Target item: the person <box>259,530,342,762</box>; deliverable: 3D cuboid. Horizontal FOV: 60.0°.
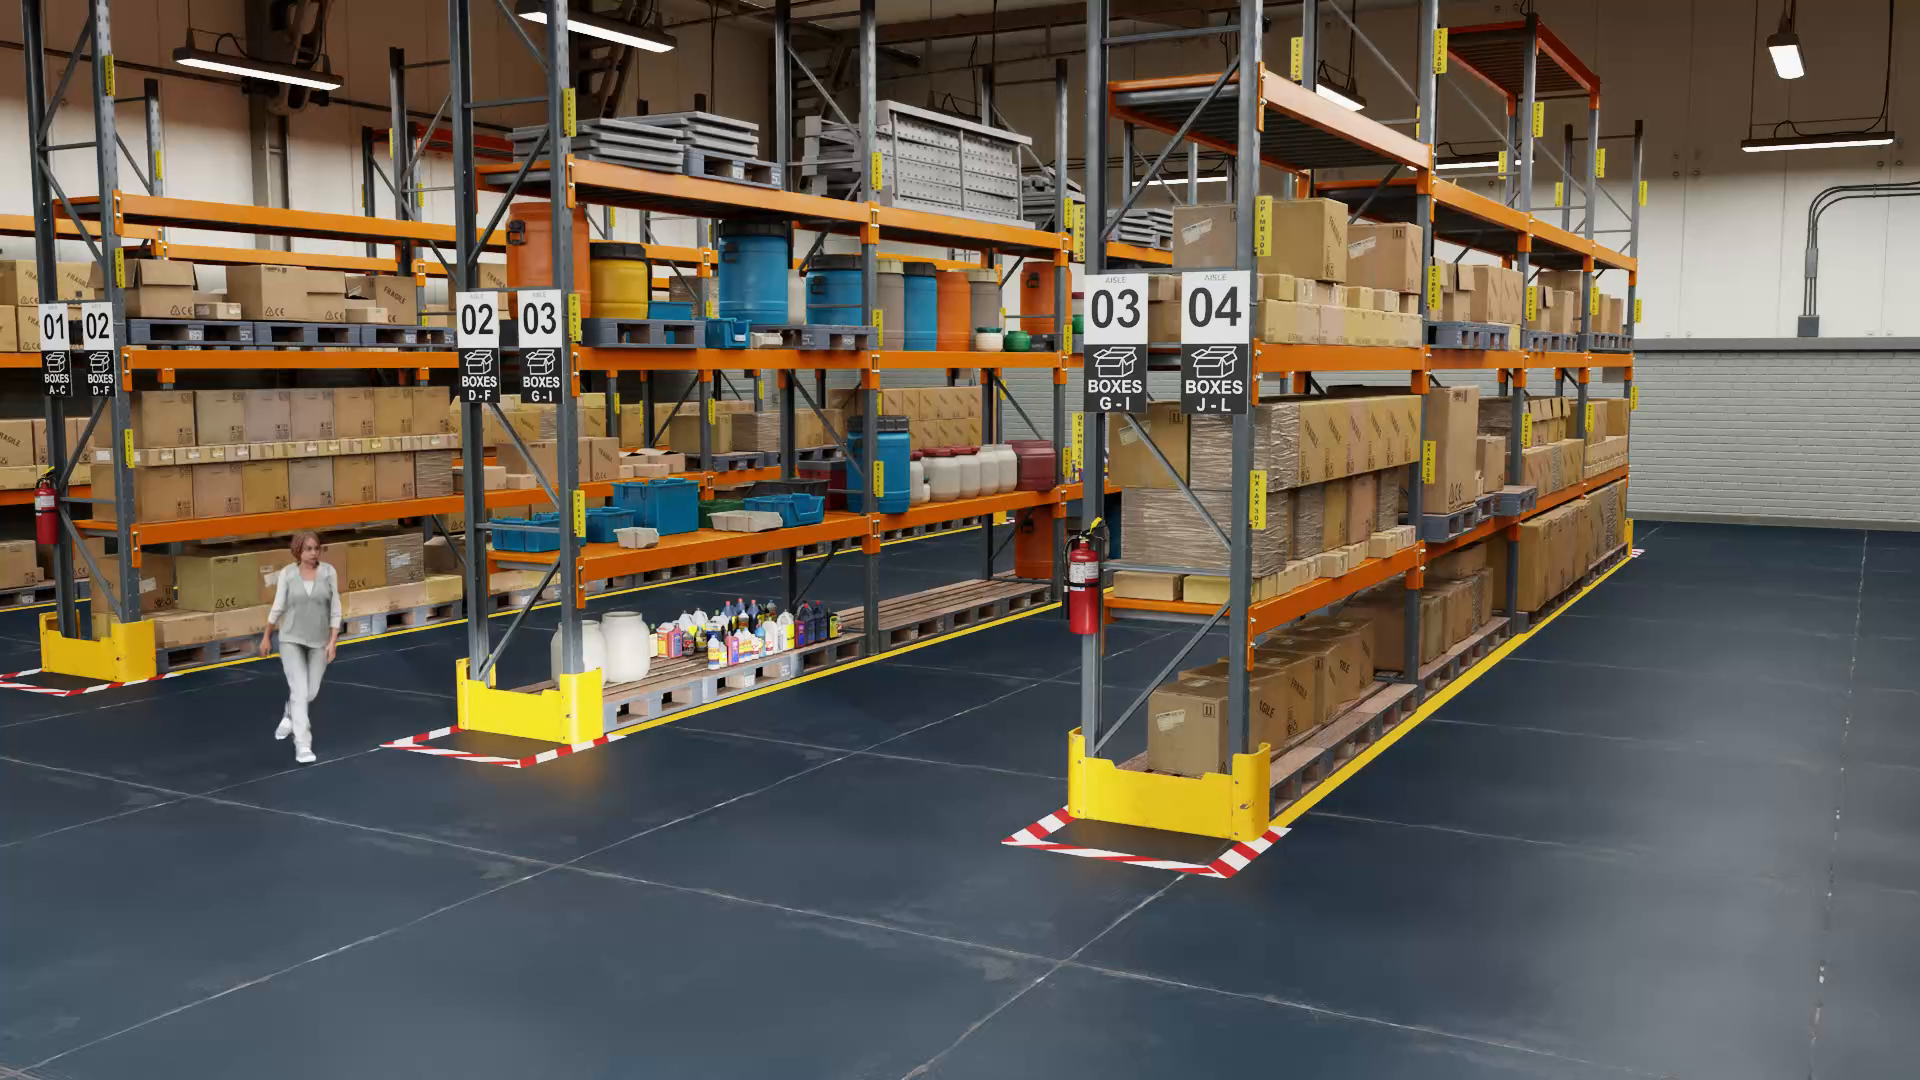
[{"bbox_3d":[-4.505,0.696,11.373,0.510,1.557,0.806,-3,7,-29],"label":"person"}]
